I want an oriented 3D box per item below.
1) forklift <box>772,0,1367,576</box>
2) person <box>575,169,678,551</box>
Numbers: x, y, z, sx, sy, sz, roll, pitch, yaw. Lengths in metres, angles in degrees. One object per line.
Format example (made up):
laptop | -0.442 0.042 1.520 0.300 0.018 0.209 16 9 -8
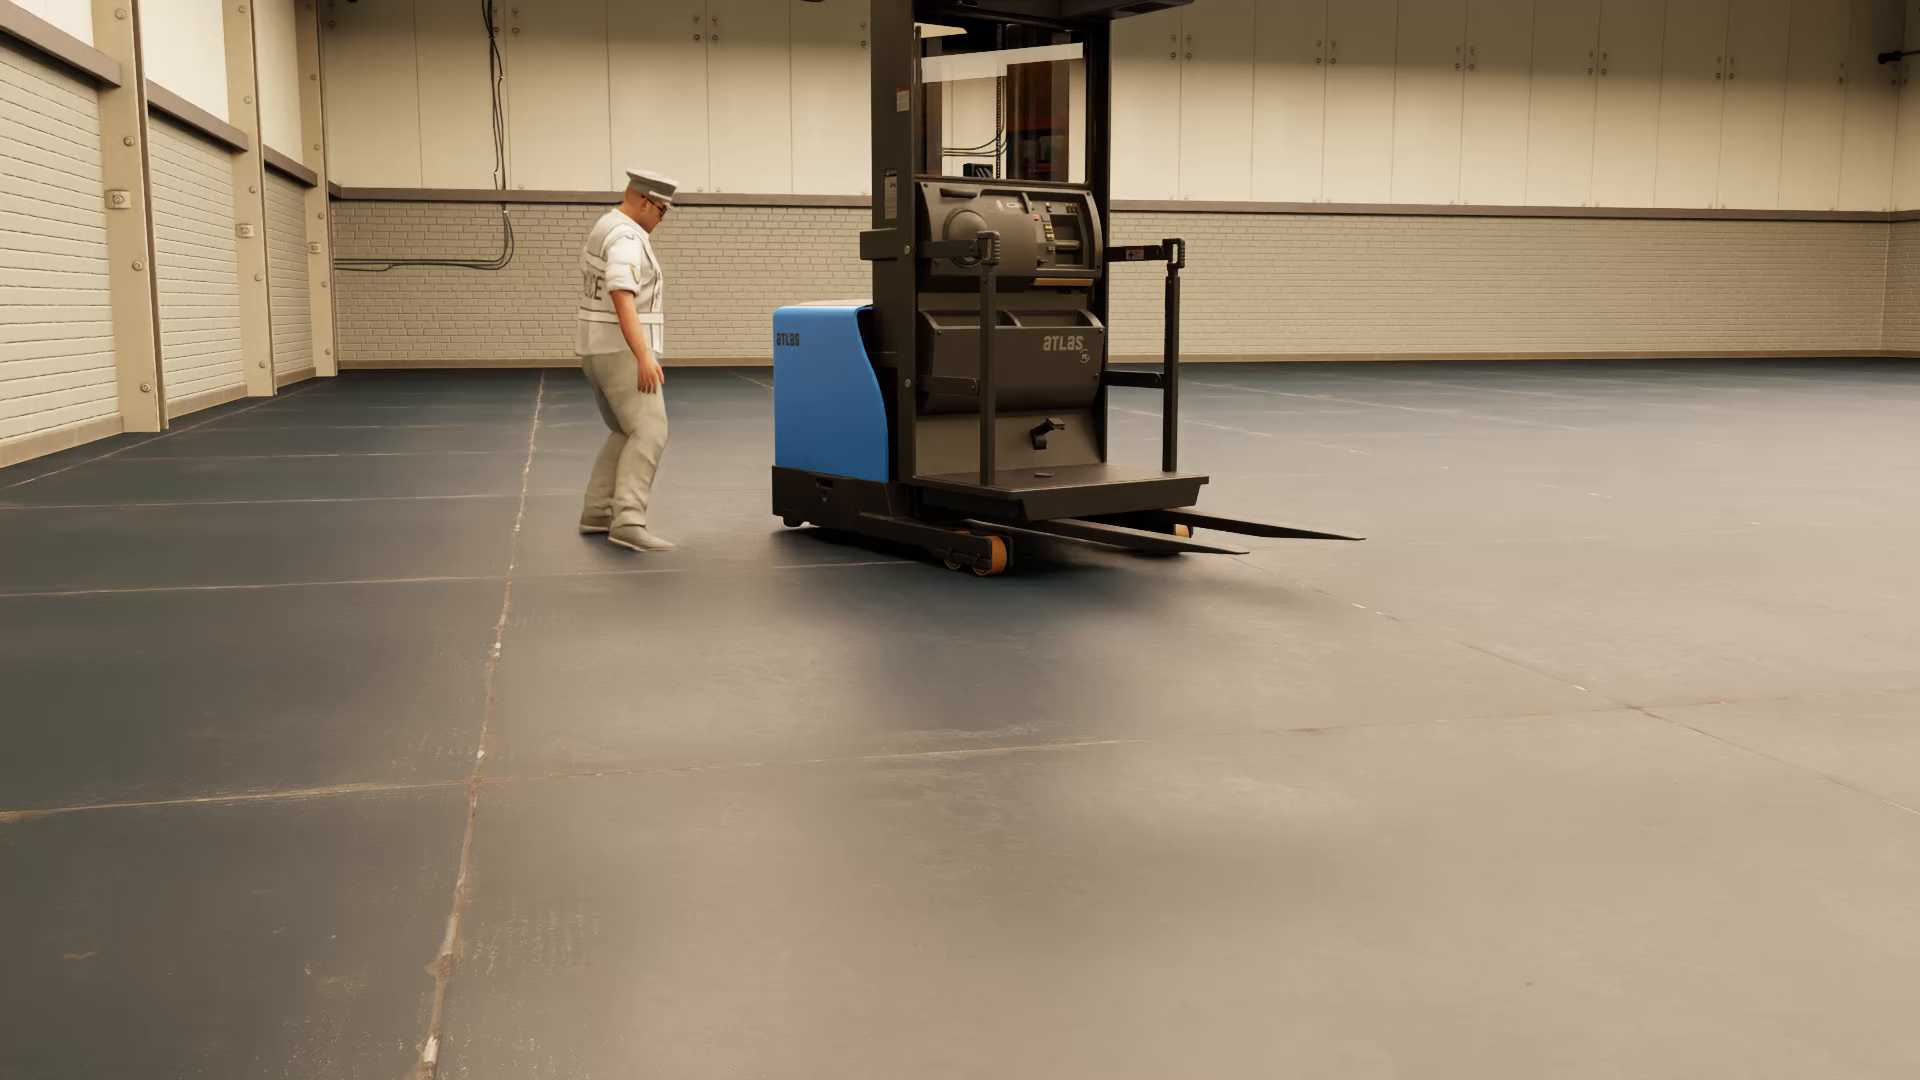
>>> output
forklift | 0.355 -1.383 7.015 1.130 2.935 3.031 -6 10 -35
person | -1.523 -0.835 7.663 0.451 1.715 0.951 -4 9 -26
